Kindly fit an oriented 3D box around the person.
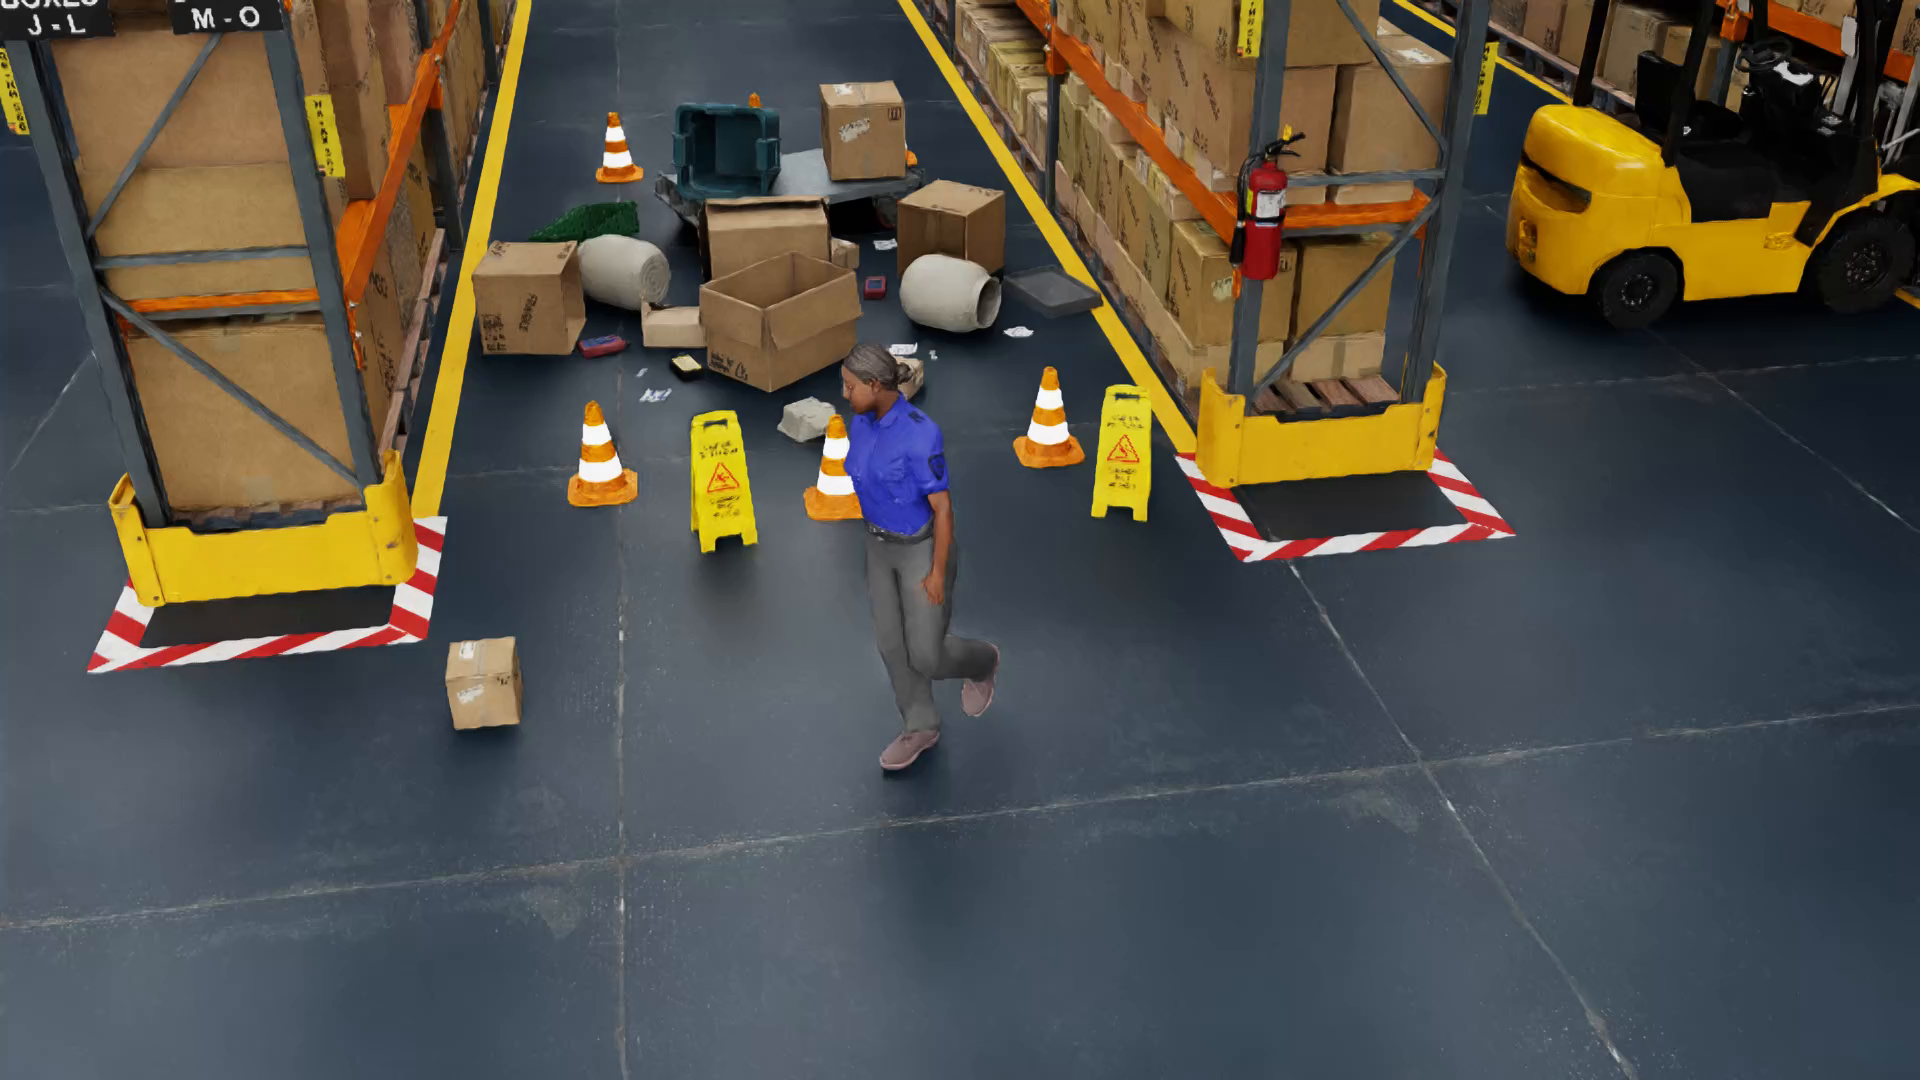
[{"bbox_3d":[-0.162,0.032,6.102,0.515,1.627,0.581,25,39,36],"label":"person"}]
